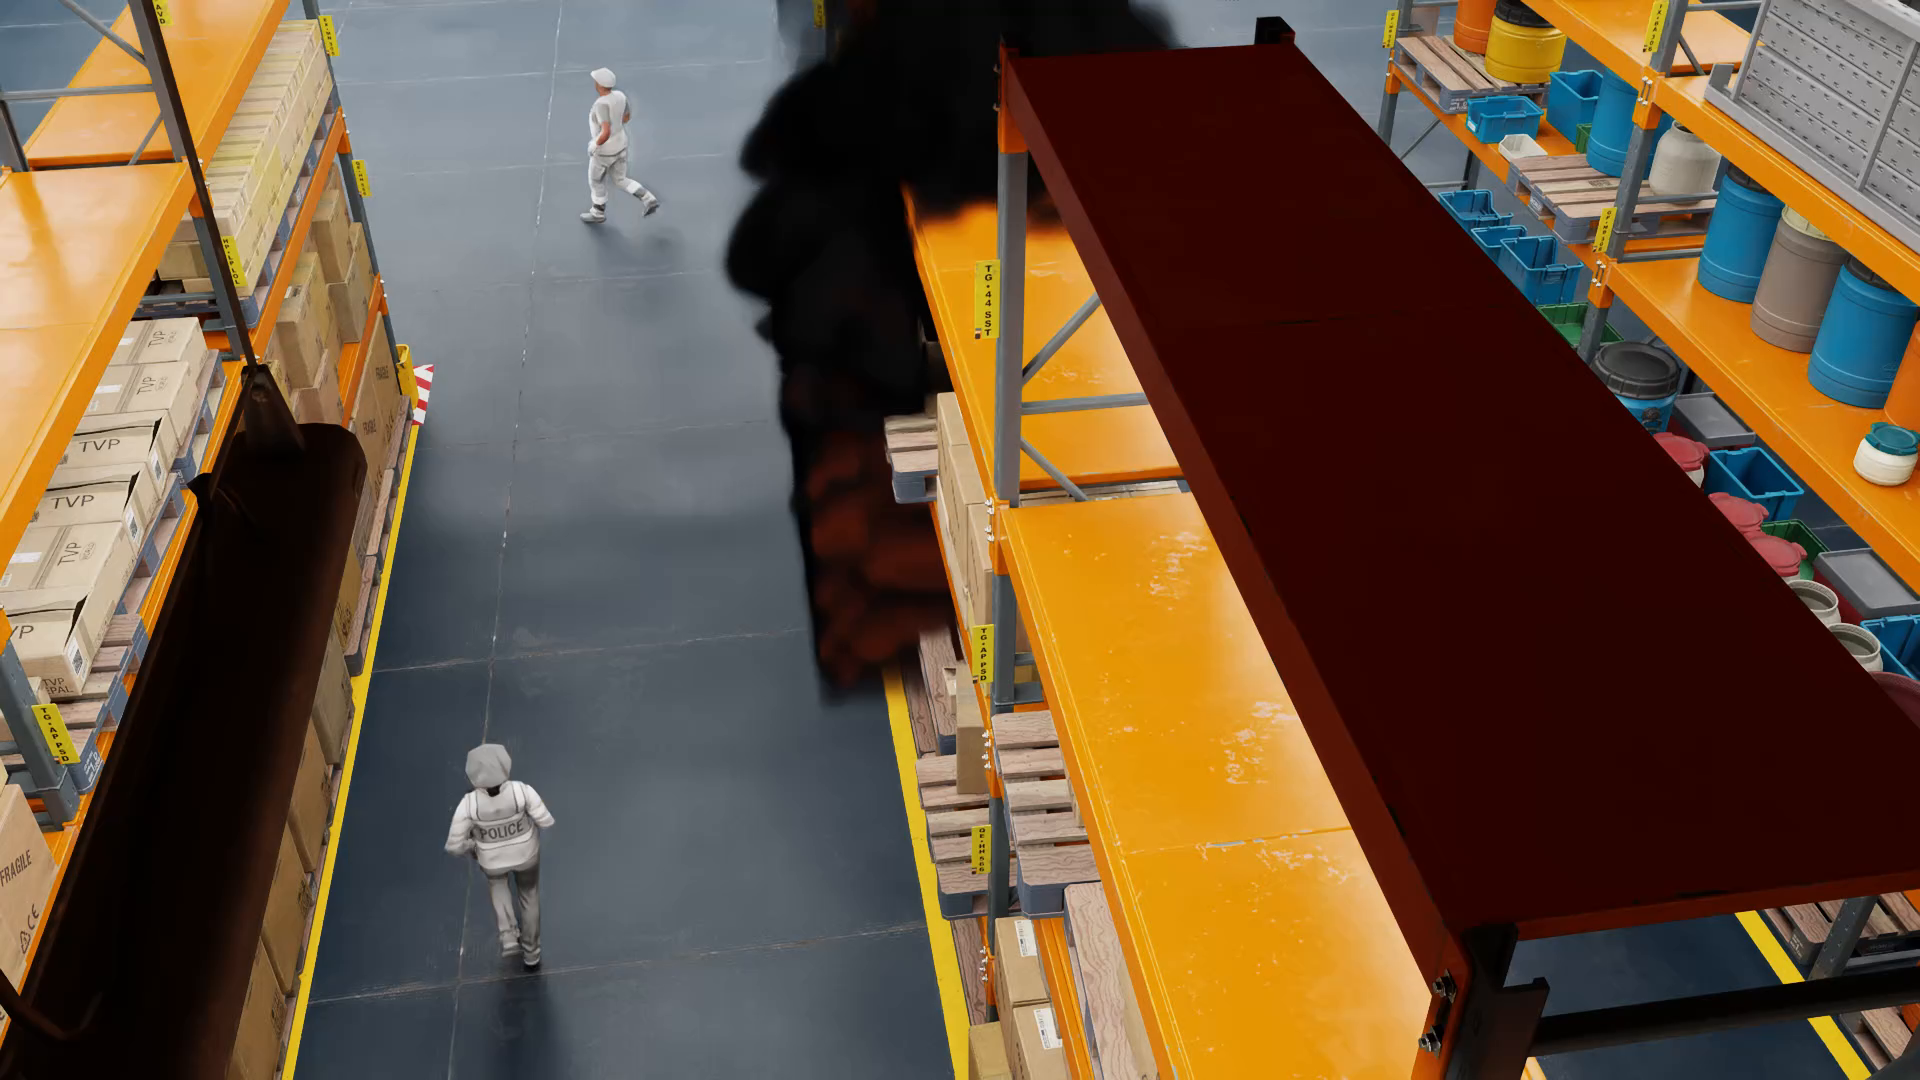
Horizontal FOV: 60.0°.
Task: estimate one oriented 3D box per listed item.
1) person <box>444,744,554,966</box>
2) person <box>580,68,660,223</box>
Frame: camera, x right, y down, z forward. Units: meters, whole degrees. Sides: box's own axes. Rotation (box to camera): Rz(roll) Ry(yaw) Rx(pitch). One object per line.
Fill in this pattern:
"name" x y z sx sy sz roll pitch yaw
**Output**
"person" -2.639 1.768 9.641 0.605 1.654 0.547 -10 37 -13
"person" -3.697 -4.130 17.579 0.993 1.760 0.660 16 39 21
